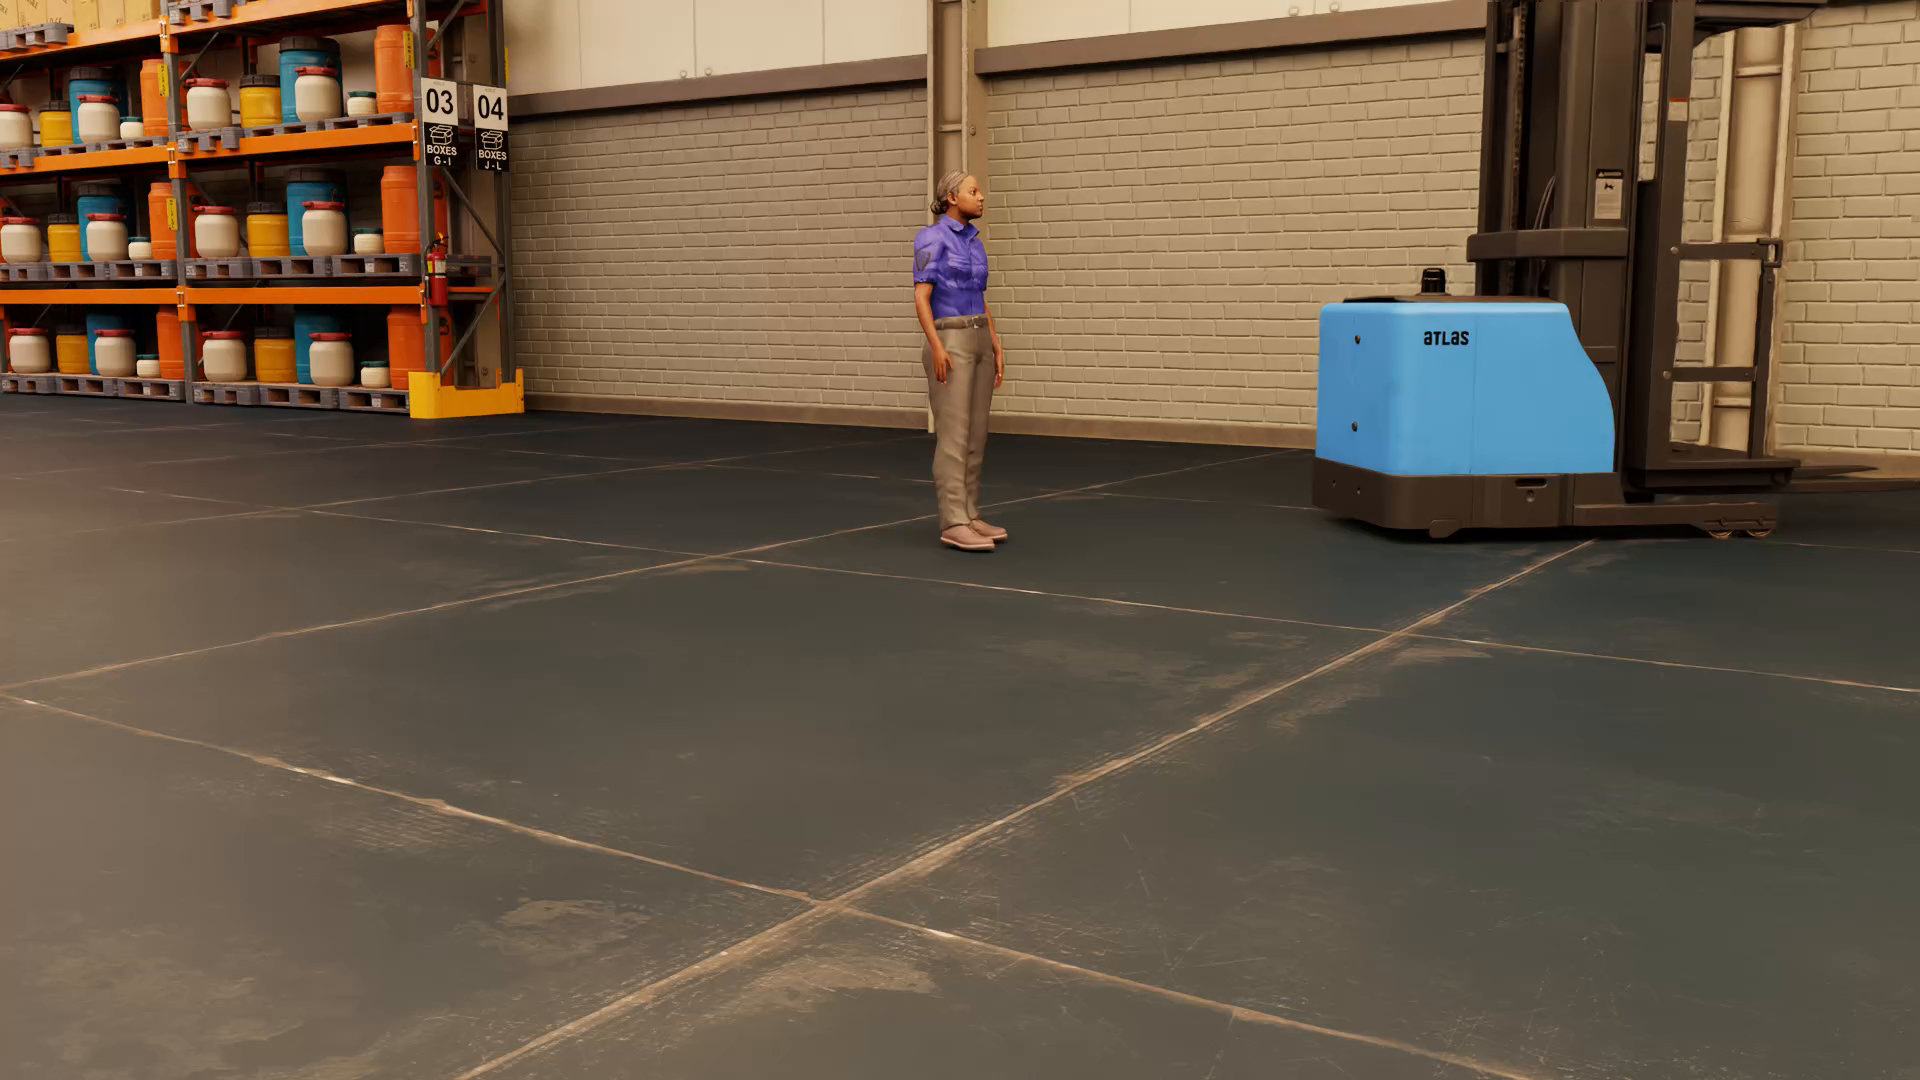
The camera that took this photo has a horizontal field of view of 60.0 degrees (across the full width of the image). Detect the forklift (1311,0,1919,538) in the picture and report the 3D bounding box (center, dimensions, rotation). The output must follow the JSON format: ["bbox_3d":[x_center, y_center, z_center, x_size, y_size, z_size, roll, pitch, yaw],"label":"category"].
[{"bbox_3d":[3.329,-1.531,7.961,3.031,2.935,1.130,-1,8,-9],"label":"forklift"}]

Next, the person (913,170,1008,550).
[{"bbox_3d":[0.061,-0.817,7.421,0.504,1.654,0.569,5,10,34],"label":"person"}]
